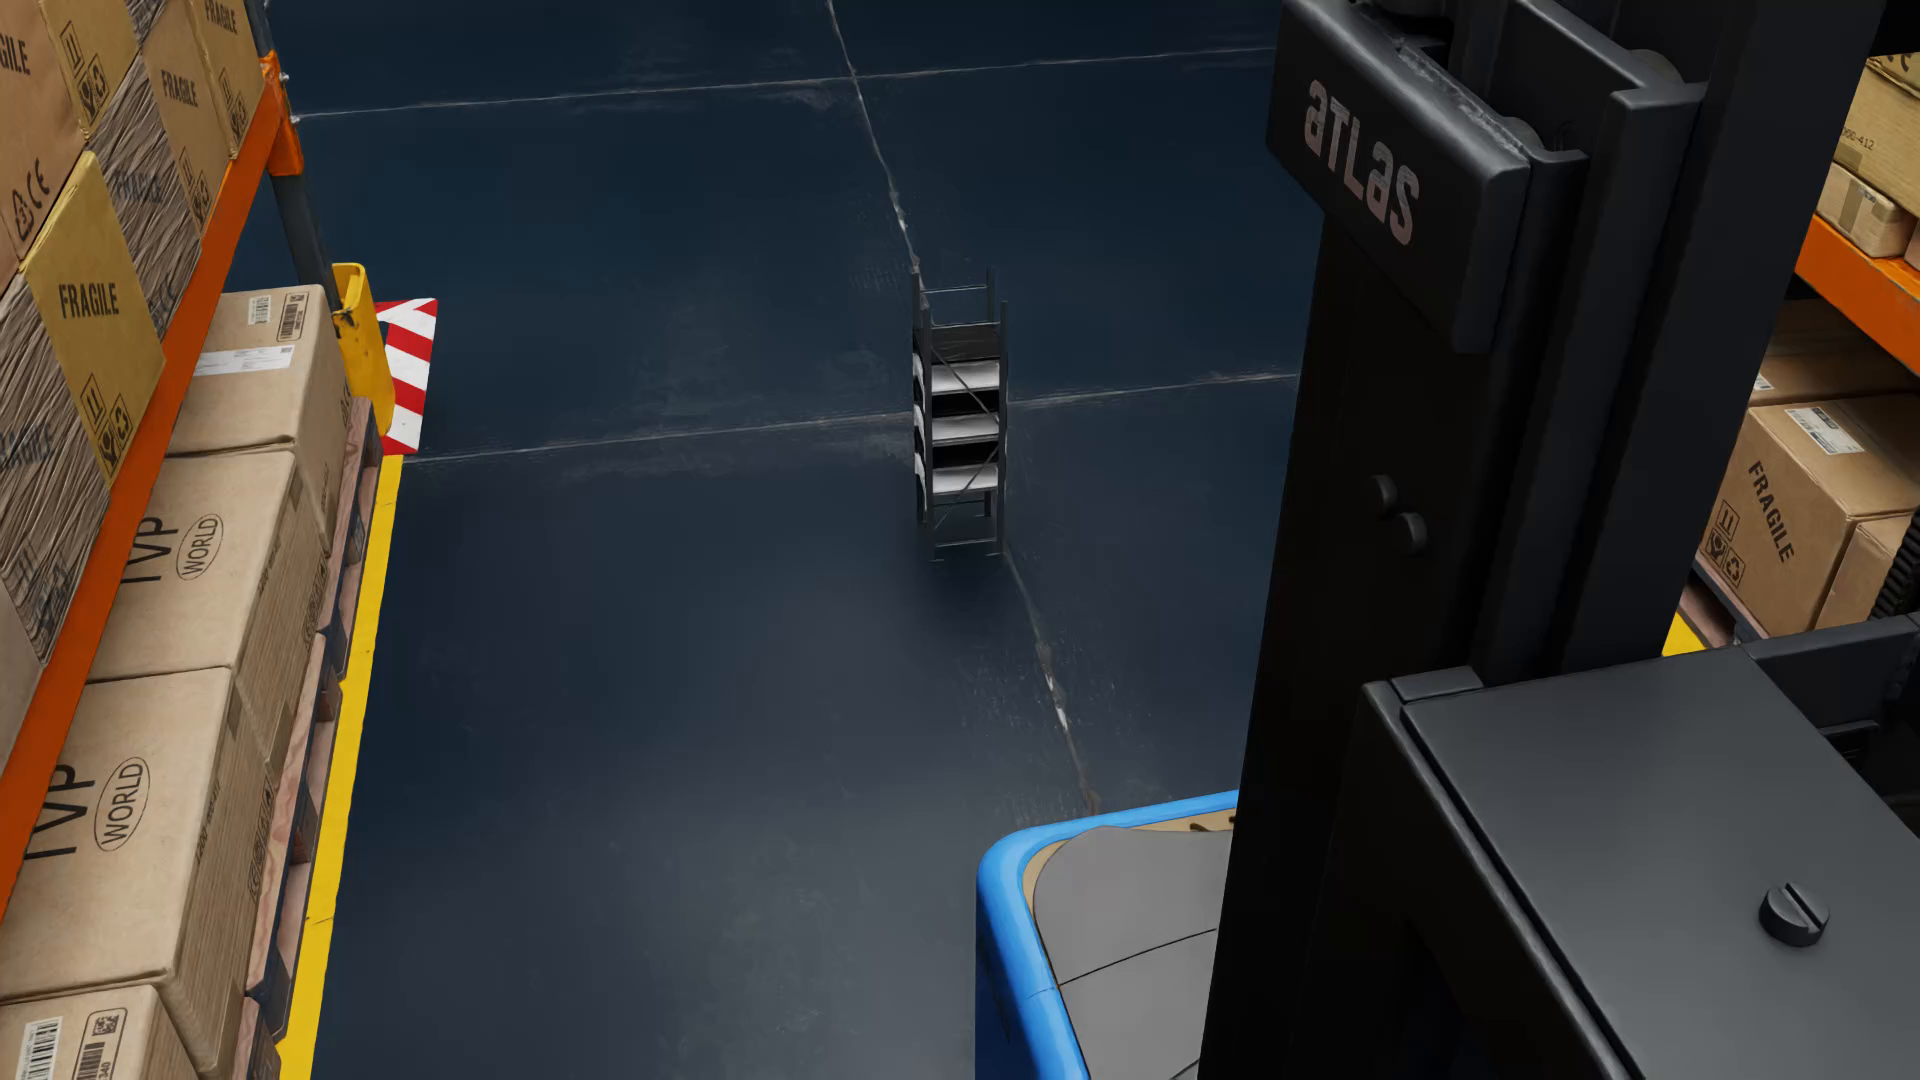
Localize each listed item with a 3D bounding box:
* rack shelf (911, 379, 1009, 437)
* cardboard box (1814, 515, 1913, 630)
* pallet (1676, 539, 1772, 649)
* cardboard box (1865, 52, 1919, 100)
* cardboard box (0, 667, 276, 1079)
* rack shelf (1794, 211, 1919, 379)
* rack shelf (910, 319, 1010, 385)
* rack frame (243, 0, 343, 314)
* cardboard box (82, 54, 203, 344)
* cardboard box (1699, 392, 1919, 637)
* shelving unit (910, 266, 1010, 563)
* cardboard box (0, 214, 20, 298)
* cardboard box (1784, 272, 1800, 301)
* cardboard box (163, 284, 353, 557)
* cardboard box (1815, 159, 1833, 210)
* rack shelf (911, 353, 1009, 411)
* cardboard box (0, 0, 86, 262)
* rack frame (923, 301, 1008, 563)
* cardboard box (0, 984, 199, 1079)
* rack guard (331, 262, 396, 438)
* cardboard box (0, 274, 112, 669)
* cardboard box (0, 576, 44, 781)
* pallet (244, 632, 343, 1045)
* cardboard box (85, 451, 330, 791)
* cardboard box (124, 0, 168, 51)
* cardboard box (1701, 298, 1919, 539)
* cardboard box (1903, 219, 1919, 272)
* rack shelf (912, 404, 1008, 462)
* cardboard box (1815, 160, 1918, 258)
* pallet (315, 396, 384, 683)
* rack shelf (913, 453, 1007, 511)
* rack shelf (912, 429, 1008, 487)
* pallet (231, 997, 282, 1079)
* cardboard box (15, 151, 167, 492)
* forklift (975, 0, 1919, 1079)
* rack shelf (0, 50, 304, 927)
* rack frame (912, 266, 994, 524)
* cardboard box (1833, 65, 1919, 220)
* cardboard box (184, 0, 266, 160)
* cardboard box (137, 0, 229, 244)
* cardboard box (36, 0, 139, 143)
[{"bbox_3d":[-0.001,-0.405,4.945,0.258,0.077,0.200,-6,38,-8],"label":"rack shelf"},{"bbox_3d":[2.634,0.255,4.172,0.700,0.500,0.500,-8,38,-10],"label":"cardboard box"},{"bbox_3d":[2.691,0.270,4.730,1.003,0.211,1.213,-6,38,-8],"label":"pallet"},{"bbox_3d":[2.404,-1.239,3.668,0.500,0.500,0.500,-5,38,-7],"label":"cardboard box"},{"bbox_3d":[-2.020,0.773,3.556,0.875,0.438,0.875,-7,38,-9],"label":"cardboard box"},{"bbox_3d":[2.677,-0.601,4.166,1.077,0.370,4.000,-6,38,-8],"label":"rack shelf"},{"bbox_3d":[-0.001,-0.547,4.835,0.258,0.077,0.200,-6,38,-8],"label":"rack shelf"},{"bbox_3d":[-2.560,-1.557,4.810,1.000,3.000,0.127,-6,38,-8],"label":"rack frame"},{"bbox_3d":[-2.041,-0.720,3.650,0.500,0.500,0.500,-5,38,-7],"label":"cardboard box"},{"bbox_3d":[2.446,-0.042,4.554,0.500,0.500,0.500,-6,38,-7],"label":"cardboard box"},{"bbox_3d":[-0.001,-0.360,4.980,0.258,0.900,0.210,-6,38,-8],"label":"shelving unit"},{"bbox_3d":[-1.864,-0.506,2.560,0.500,0.500,0.500,-6,38,-7],"label":"cardboard box"},{"bbox_3d":[2.341,-0.894,5.648,0.797,0.503,0.637,-8,38,-10],"label":"cardboard box"},{"bbox_3d":[-2.345,-0.324,4.968,0.875,0.438,0.875,-7,38,-9],"label":"cardboard box"},{"bbox_3d":[2.291,-0.983,4.275,0.380,0.149,0.250,-7,38,-9],"label":"cardboard box"},{"bbox_3d":[-0.001,-0.476,4.890,0.258,0.077,0.200,-6,38,-8],"label":"rack shelf"},{"bbox_3d":[-1.950,-0.811,2.952,0.500,0.500,0.500,-6,38,-8],"label":"cardboard box"},{"bbox_3d":[0.016,-0.299,4.901,0.240,0.900,0.006,-6,38,-8],"label":"rack frame"},{"bbox_3d":[-1.863,1.314,2.860,0.875,0.438,0.875,-7,38,-9],"label":"cardboard box"},{"bbox_3d":[-2.564,-0.585,5.595,1.175,0.500,0.348,-6,38,-8],"label":"rack guard"},{"bbox_3d":[-1.848,-0.098,2.850,0.500,0.500,0.500,-6,38,-8],"label":"cardboard box"},{"bbox_3d":[-1.767,0.203,2.462,0.500,0.500,0.500,-6,38,-8],"label":"cardboard box"},{"bbox_3d":[-2.132,0.754,4.108,1.003,0.211,1.213,-6,38,-8],"label":"pallet"},{"bbox_3d":[-2.177,0.228,4.257,0.875,0.438,0.875,-5,38,-7],"label":"cardboard box"},{"bbox_3d":[-2.120,-1.414,3.728,0.500,0.500,0.500,-6,38,-8],"label":"cardboard box"},{"bbox_3d":[2.452,-0.372,4.979,0.700,0.500,0.500,-5,38,-6],"label":"cardboard box"},{"bbox_3d":[2.470,-0.678,3.882,0.380,0.149,0.250,-6,38,-8],"label":"cardboard box"},{"bbox_3d":[-0.001,-0.334,5.001,0.258,0.077,0.200,-6,38,-8],"label":"rack shelf"},{"bbox_3d":[2.357,-0.826,4.073,0.380,0.149,0.250,-5,38,-7],"label":"cardboard box"},{"bbox_3d":[-2.342,0.018,5.054,1.003,0.211,1.213,-6,38,-8],"label":"pallet"},{"bbox_3d":[-0.001,-0.192,5.111,0.258,0.077,0.200,-6,38,-8],"label":"rack shelf"},{"bbox_3d":[-0.001,-0.263,5.056,0.258,0.077,0.200,-6,38,-8],"label":"rack shelf"},{"bbox_3d":[-1.915,1.492,3.157,1.003,0.211,1.213,-6,38,-8],"label":"pallet"},{"bbox_3d":[-1.938,-0.409,3.250,0.500,0.500,0.500,-5,38,-7],"label":"cardboard box"},{"bbox_3d":[0.857,1.007,1.565,1.130,2.935,3.031,-8,39,-11],"label":"forklift"},{"bbox_3d":[-2.209,-0.065,3.476,1.077,0.370,4.000,-6,38,-8],"label":"rack shelf"},{"bbox_3d":[-0.019,-0.422,5.059,0.240,0.900,0.006,-6,38,-8],"label":"rack frame"},{"bbox_3d":[2.432,-0.932,3.884,0.500,0.250,0.500,-7,38,-9],"label":"cardboard box"},{"bbox_3d":[-2.214,-1.334,4.441,0.500,0.500,0.500,-6,38,-8],"label":"cardboard box"},{"bbox_3d":[-2.141,-1.029,4.048,0.500,0.500,0.500,-7,38,-9],"label":"cardboard box"},{"bbox_3d":[-2.037,-1.115,3.343,0.500,0.500,0.500,-6,38,-8],"label":"cardboard box"}]
